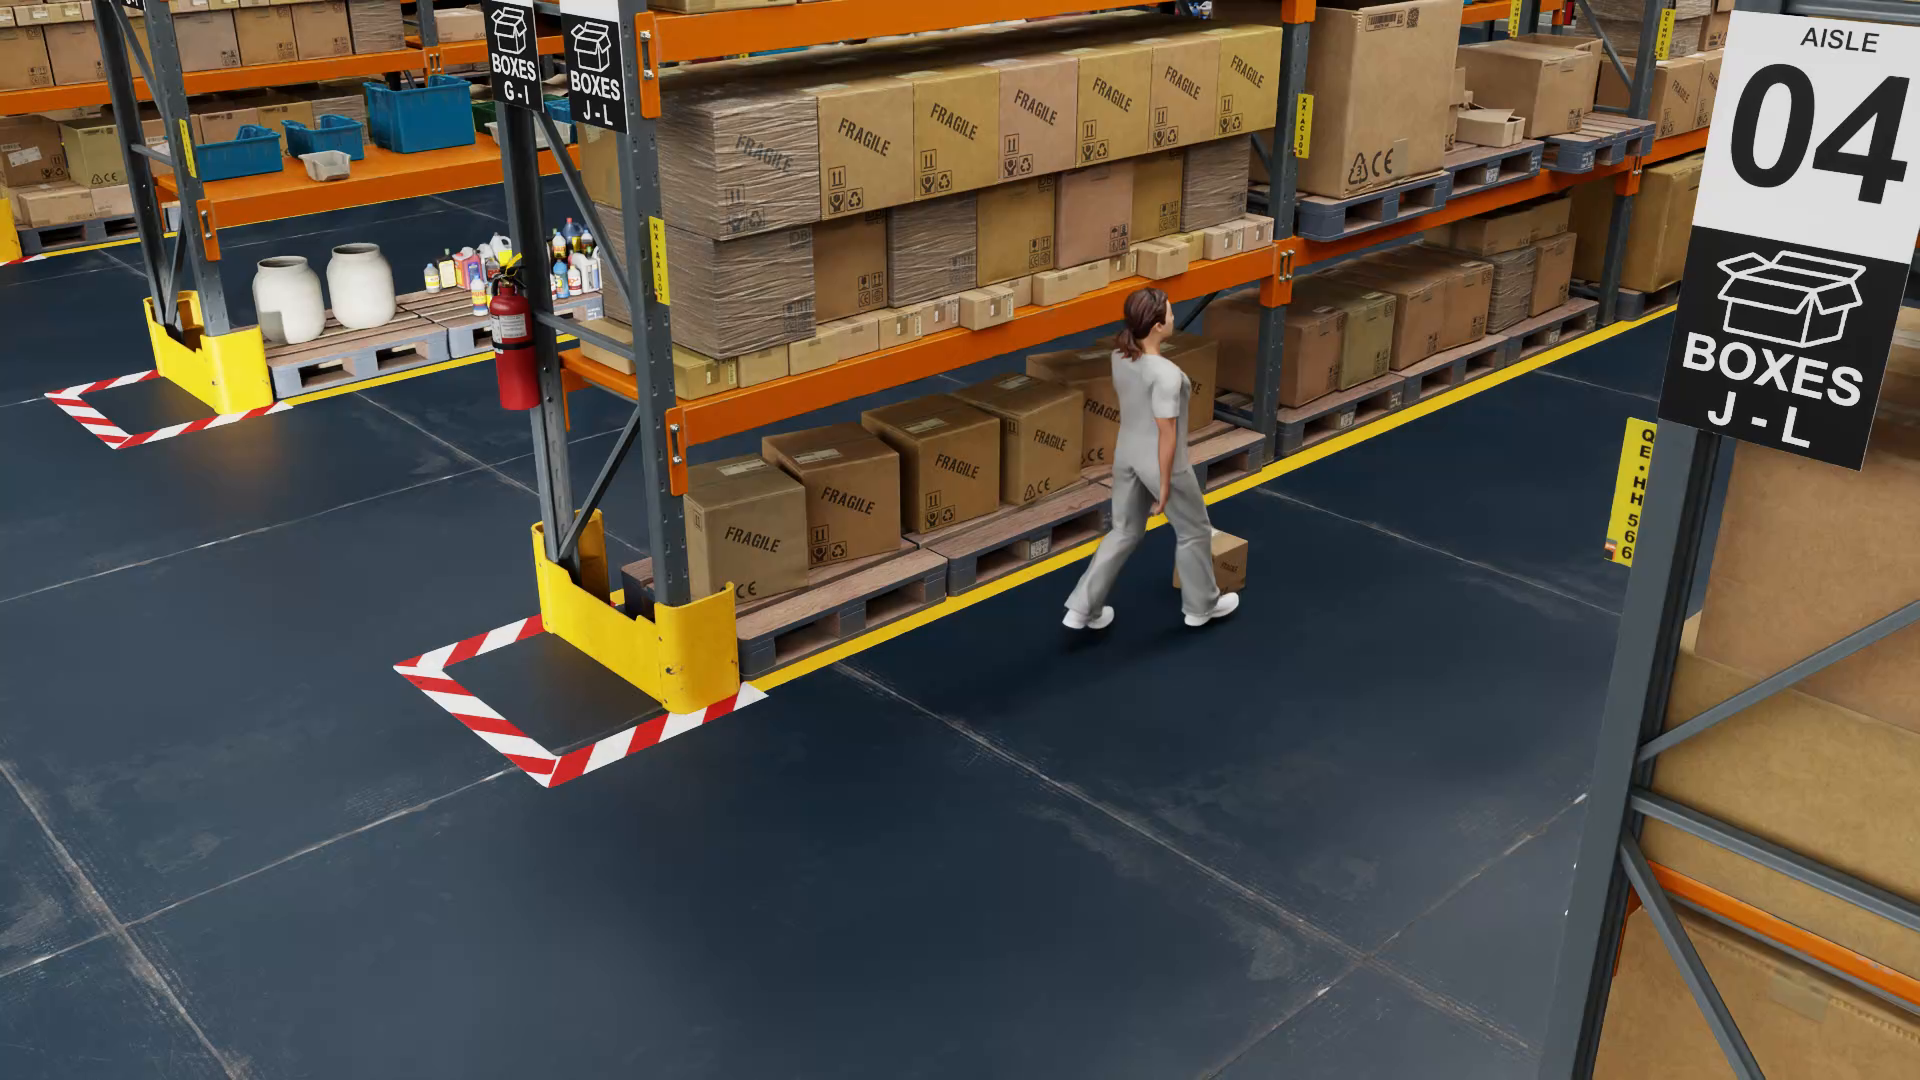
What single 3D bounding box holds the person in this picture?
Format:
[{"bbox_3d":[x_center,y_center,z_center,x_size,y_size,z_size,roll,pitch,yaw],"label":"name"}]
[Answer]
[{"bbox_3d":[0.877,-0.345,7.370,0.890,1.633,0.447,-18,30,-35],"label":"person"}]
